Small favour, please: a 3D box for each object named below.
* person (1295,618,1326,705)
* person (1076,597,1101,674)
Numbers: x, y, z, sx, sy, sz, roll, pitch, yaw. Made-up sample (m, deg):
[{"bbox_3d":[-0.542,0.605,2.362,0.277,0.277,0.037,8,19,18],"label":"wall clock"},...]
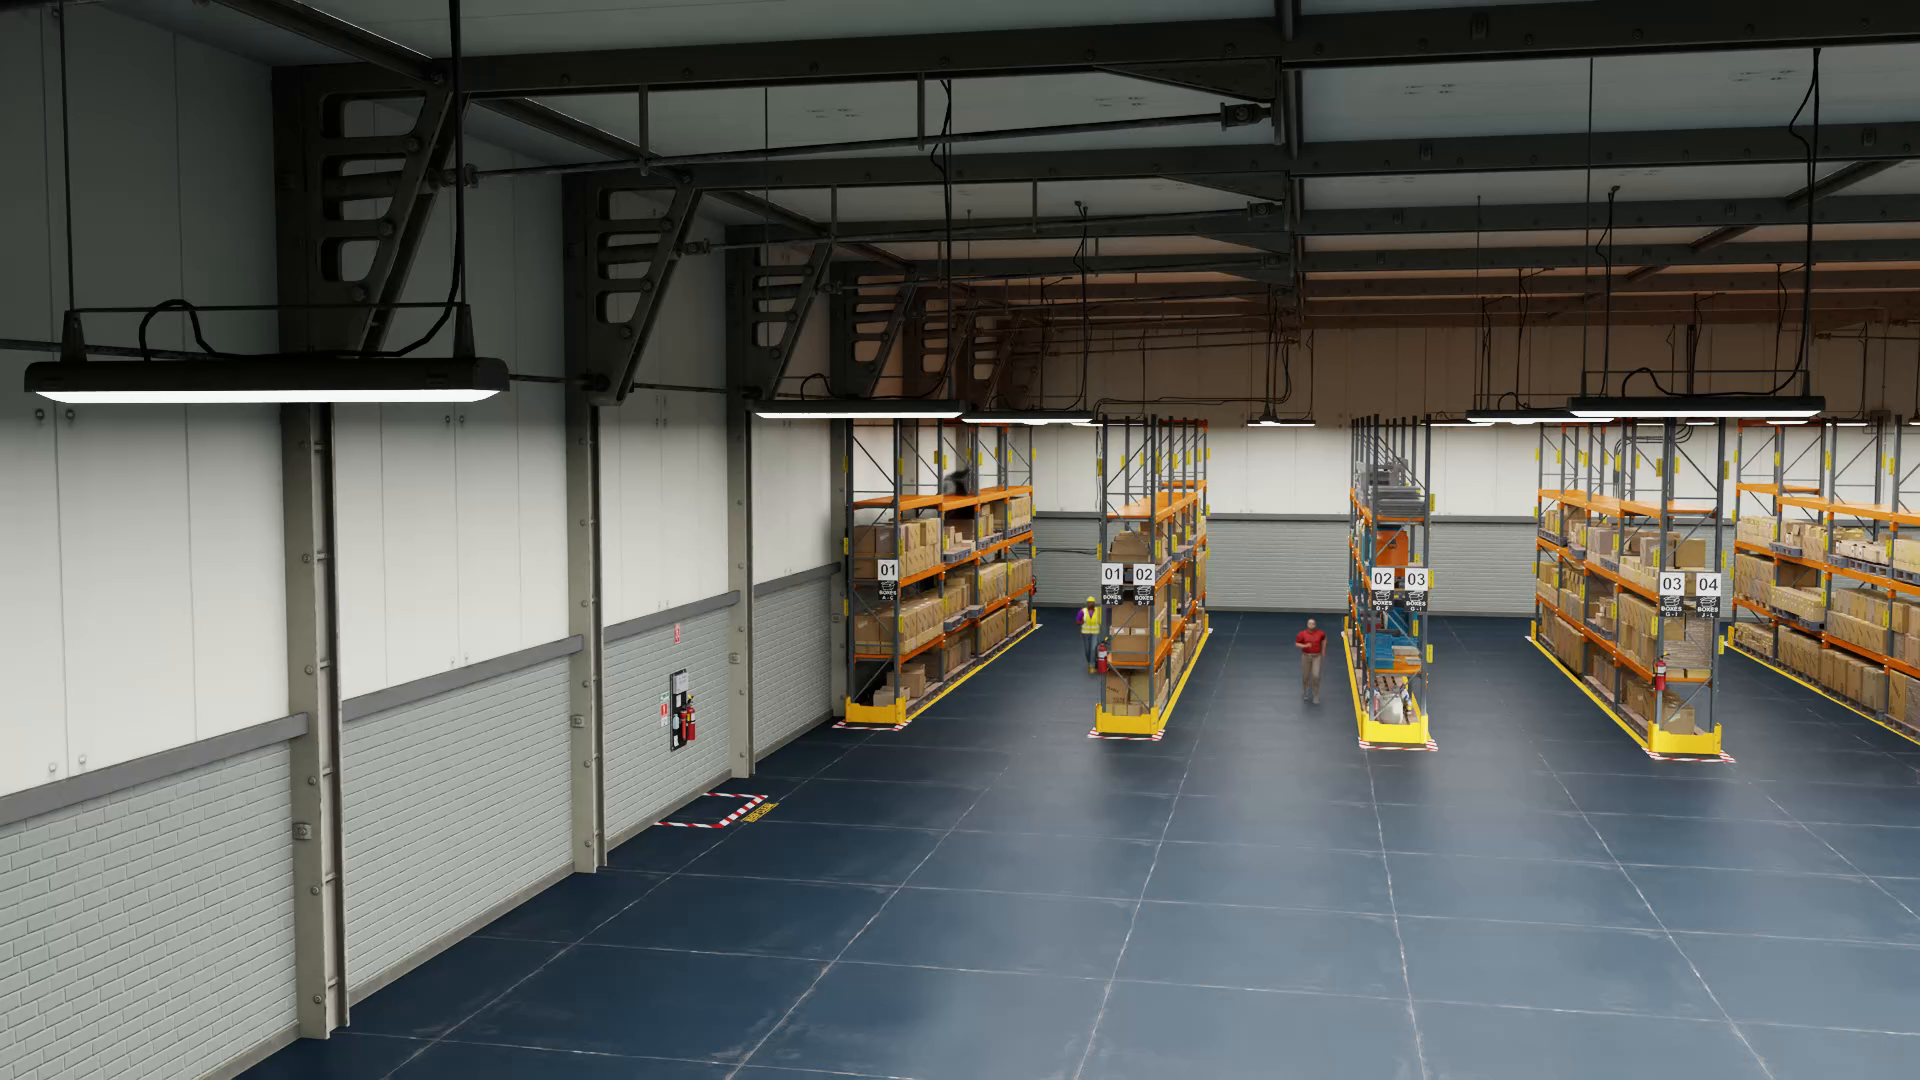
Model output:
[{"bbox_3d":[7.352,2.511,34.885,0.652,1.747,0.832,1,4,9],"label":"person"},{"bbox_3d":[3.053,2.206,38.958,0.694,1.761,0.951,1,4,8],"label":"person"}]
